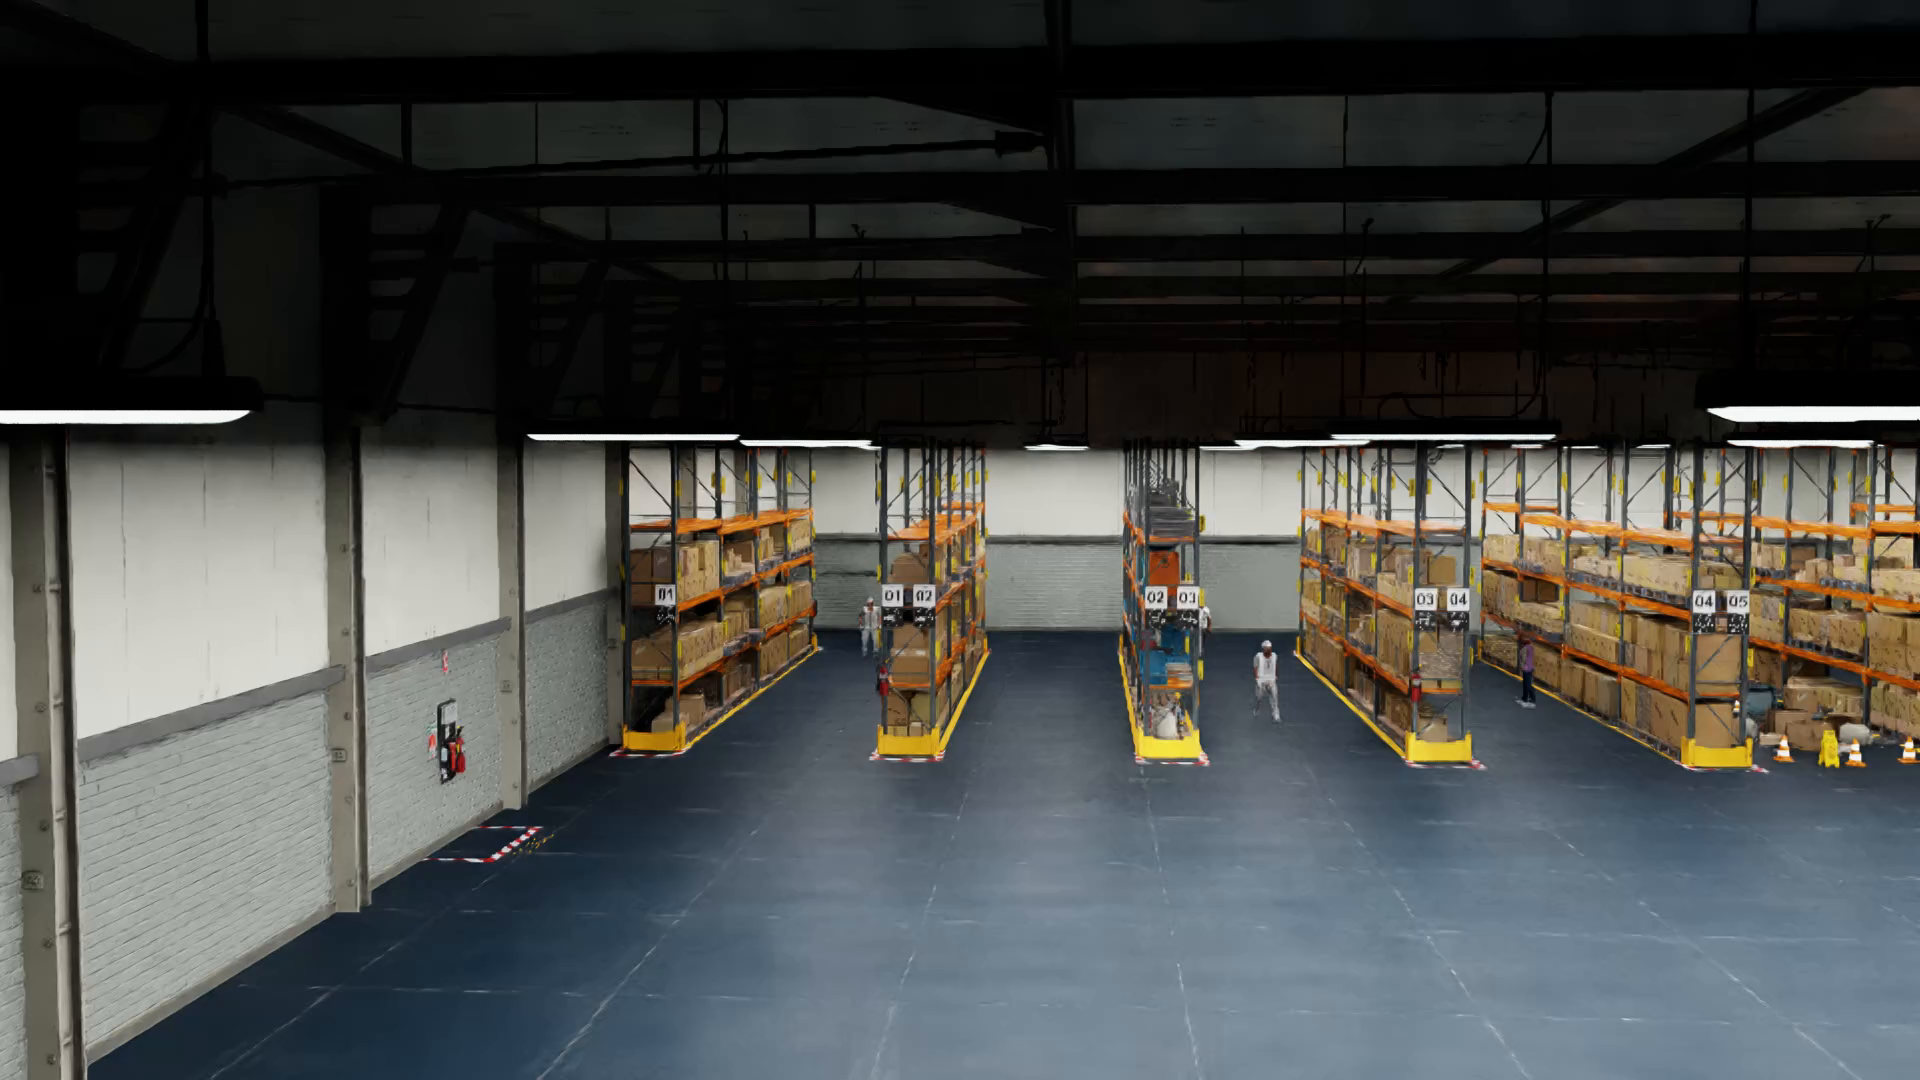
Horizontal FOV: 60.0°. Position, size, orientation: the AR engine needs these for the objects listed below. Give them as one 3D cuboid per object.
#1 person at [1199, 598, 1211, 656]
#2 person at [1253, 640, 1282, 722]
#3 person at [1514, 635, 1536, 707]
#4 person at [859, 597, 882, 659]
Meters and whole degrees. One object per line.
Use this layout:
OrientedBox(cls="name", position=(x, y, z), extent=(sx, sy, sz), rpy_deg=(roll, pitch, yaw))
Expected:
OrientedBox(cls="person", position=(6.780, 2.417, 46.492), extent=(0.461, 1.626, 0.999), rpy_deg=(0, 3, 3))
OrientedBox(cls="person", position=(6.496, 2.966, 35.275), extent=(0.580, 1.706, 1.096), rpy_deg=(0, 3, -5))
OrientedBox(cls="person", position=(12.690, 2.916, 37.309), extent=(0.527, 1.592, 0.522), rpy_deg=(2, 4, 35))
OrientedBox(cls="person", position=(-2.457, 2.416, 45.731), extent=(0.677, 1.742, 0.552), rpy_deg=(0, 3, 2))
